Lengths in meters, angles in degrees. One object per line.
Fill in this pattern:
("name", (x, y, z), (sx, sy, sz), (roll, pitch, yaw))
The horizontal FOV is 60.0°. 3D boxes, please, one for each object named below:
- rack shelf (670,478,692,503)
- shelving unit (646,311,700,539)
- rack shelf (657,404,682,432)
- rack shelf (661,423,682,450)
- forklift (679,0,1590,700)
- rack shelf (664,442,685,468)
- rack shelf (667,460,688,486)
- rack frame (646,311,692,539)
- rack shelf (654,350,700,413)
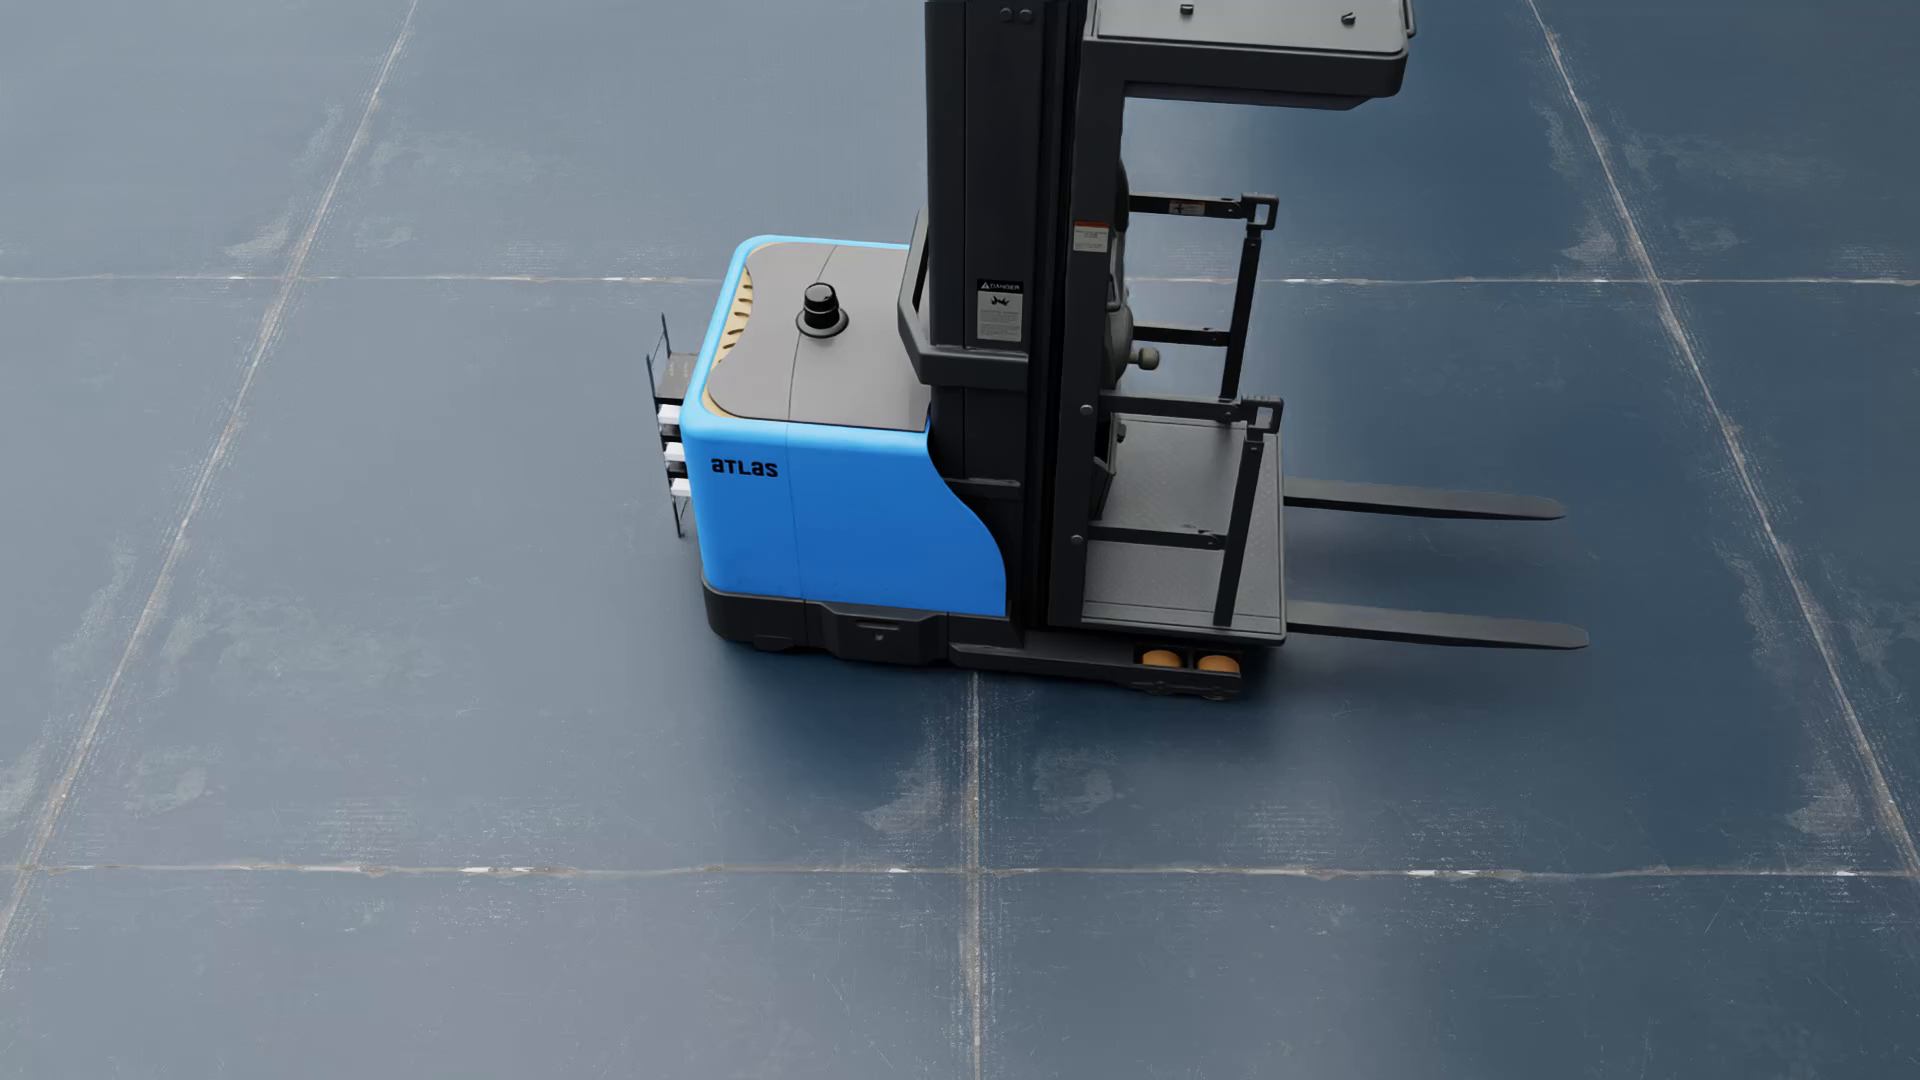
("rack shelf", (-0.941, -0.243, 6.153), (0.200, 0.077, 0.258), (5, 47, 5))
("shelving unit", (-0.941, -0.389, 5.997), (0.210, 0.900, 0.258), (5, 47, 5))
("rack shelf", (-0.941, -0.489, 5.890), (0.200, 0.077, 0.258), (5, 47, 5))
("rack shelf", (-0.941, -0.427, 5.956), (0.200, 0.077, 0.258), (5, 47, 5))
("forklift", (0.661, -0.862, 5.050), (3.031, 2.935, 1.130), (5, 47, 5))
("rack shelf", (-0.941, -0.366, 6.021), (0.200, 0.077, 0.258), (5, 47, 5))
("rack shelf", (-0.941, -0.305, 6.087), (0.200, 0.077, 0.258), (5, 47, 5))
("rack frame", (-1.042, -0.397, 6.005), (0.006, 0.900, 0.240), (5, 47, 5))
("rack shelf", (-0.941, -0.550, 5.824), (0.200, 0.077, 0.258), (5, 47, 5))
